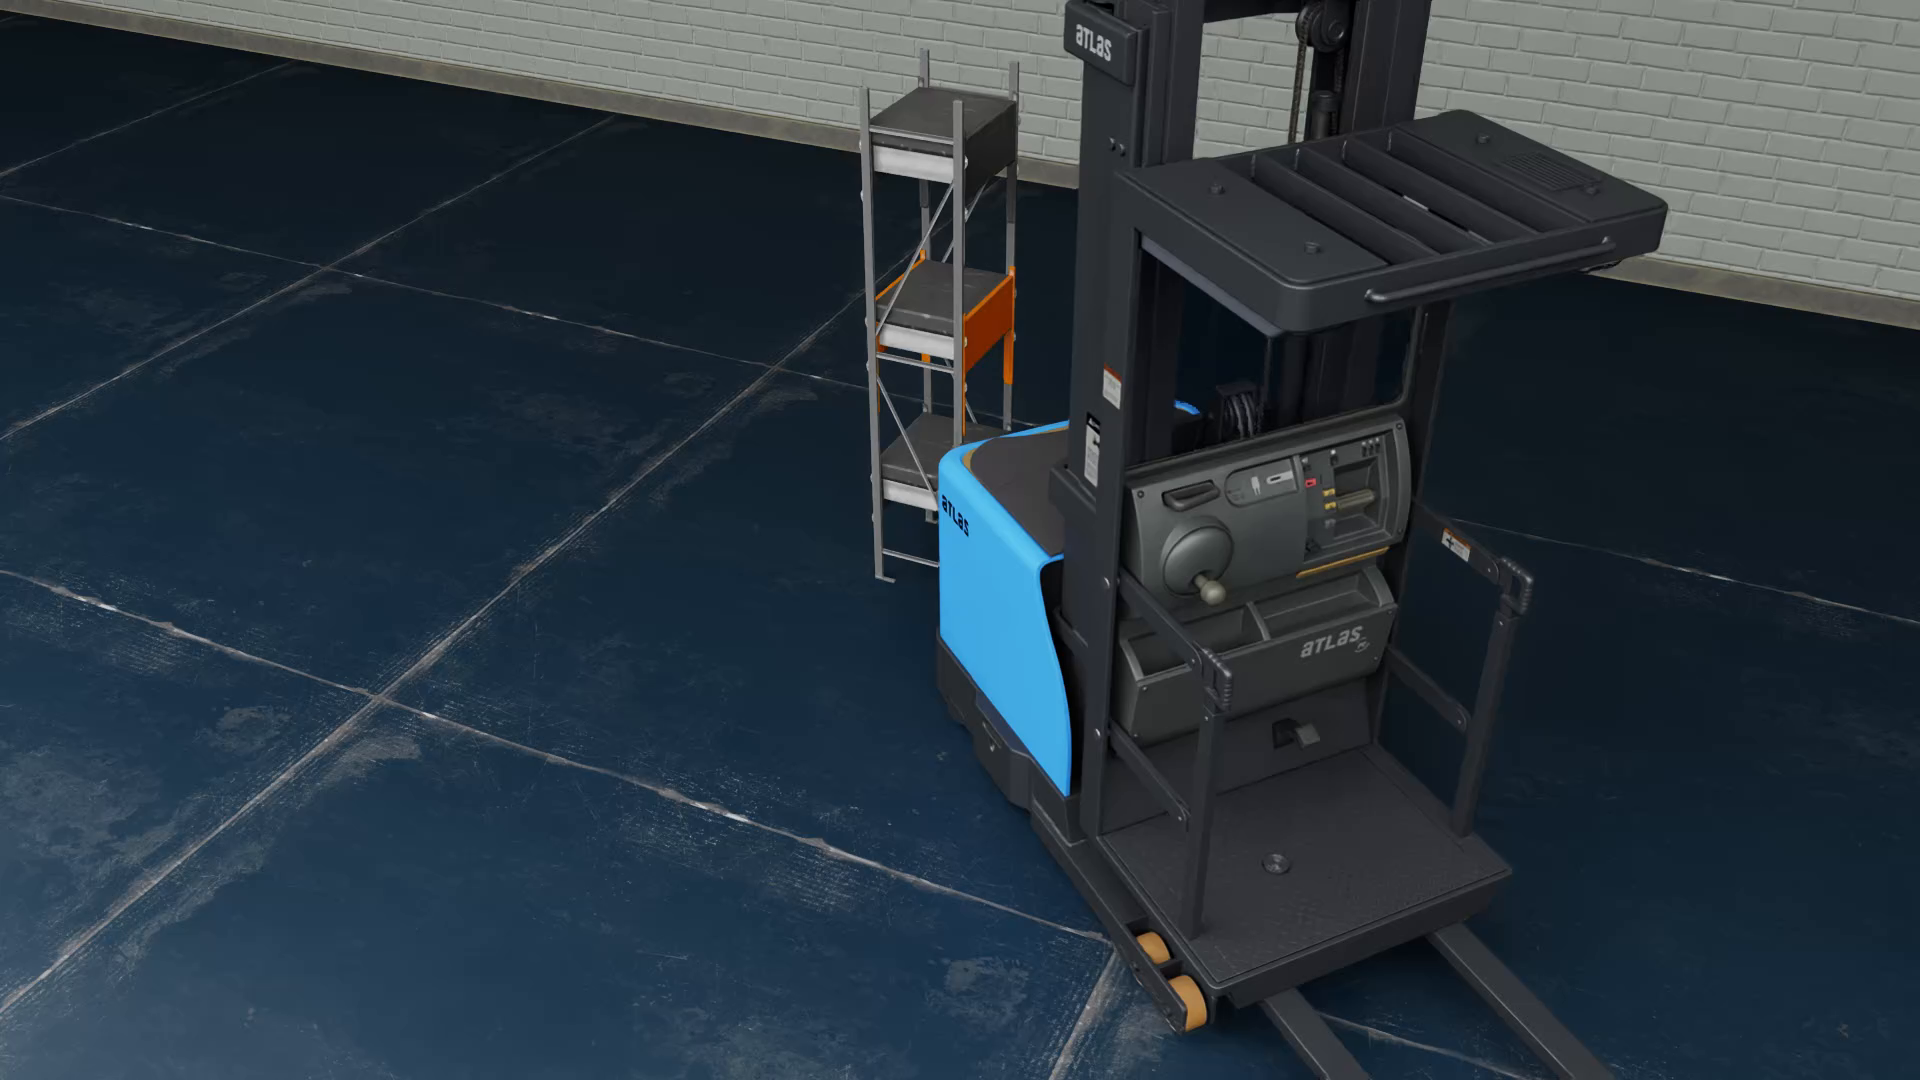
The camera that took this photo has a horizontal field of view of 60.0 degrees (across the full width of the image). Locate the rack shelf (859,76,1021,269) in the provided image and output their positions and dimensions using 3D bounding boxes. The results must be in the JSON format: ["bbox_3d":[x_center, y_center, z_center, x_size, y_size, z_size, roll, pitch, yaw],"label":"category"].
[{"bbox_3d":[-0.069,-1.370,6.172,0.431,0.518,0.480,14,36,20],"label":"rack shelf"}]

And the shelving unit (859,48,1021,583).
[{"bbox_3d":[-0.069,-0.796,6.549,0.431,2.100,0.503,14,36,20],"label":"shelving unit"}]

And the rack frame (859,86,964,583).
[{"bbox_3d":[-0.171,-0.674,6.363,0.400,2.100,0.015,14,36,20],"label":"rack frame"}]

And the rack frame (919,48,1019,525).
[{"bbox_3d":[0.033,-0.917,6.734,0.400,2.100,0.015,14,36,20],"label":"rack frame"}]

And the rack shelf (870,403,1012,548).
[{"bbox_3d":[-0.069,-0.199,6.940,0.431,0.518,0.480,14,36,20],"label":"rack shelf"}]

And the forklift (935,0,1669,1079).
[{"bbox_3d":[0.999,-0.026,4.616,1.130,2.935,3.031,-15,36,-21],"label":"forklift"}]

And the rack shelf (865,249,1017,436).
[{"bbox_3d":[-0.069,-0.784,6.556,0.431,0.518,0.480,14,36,20],"label":"rack shelf"}]
